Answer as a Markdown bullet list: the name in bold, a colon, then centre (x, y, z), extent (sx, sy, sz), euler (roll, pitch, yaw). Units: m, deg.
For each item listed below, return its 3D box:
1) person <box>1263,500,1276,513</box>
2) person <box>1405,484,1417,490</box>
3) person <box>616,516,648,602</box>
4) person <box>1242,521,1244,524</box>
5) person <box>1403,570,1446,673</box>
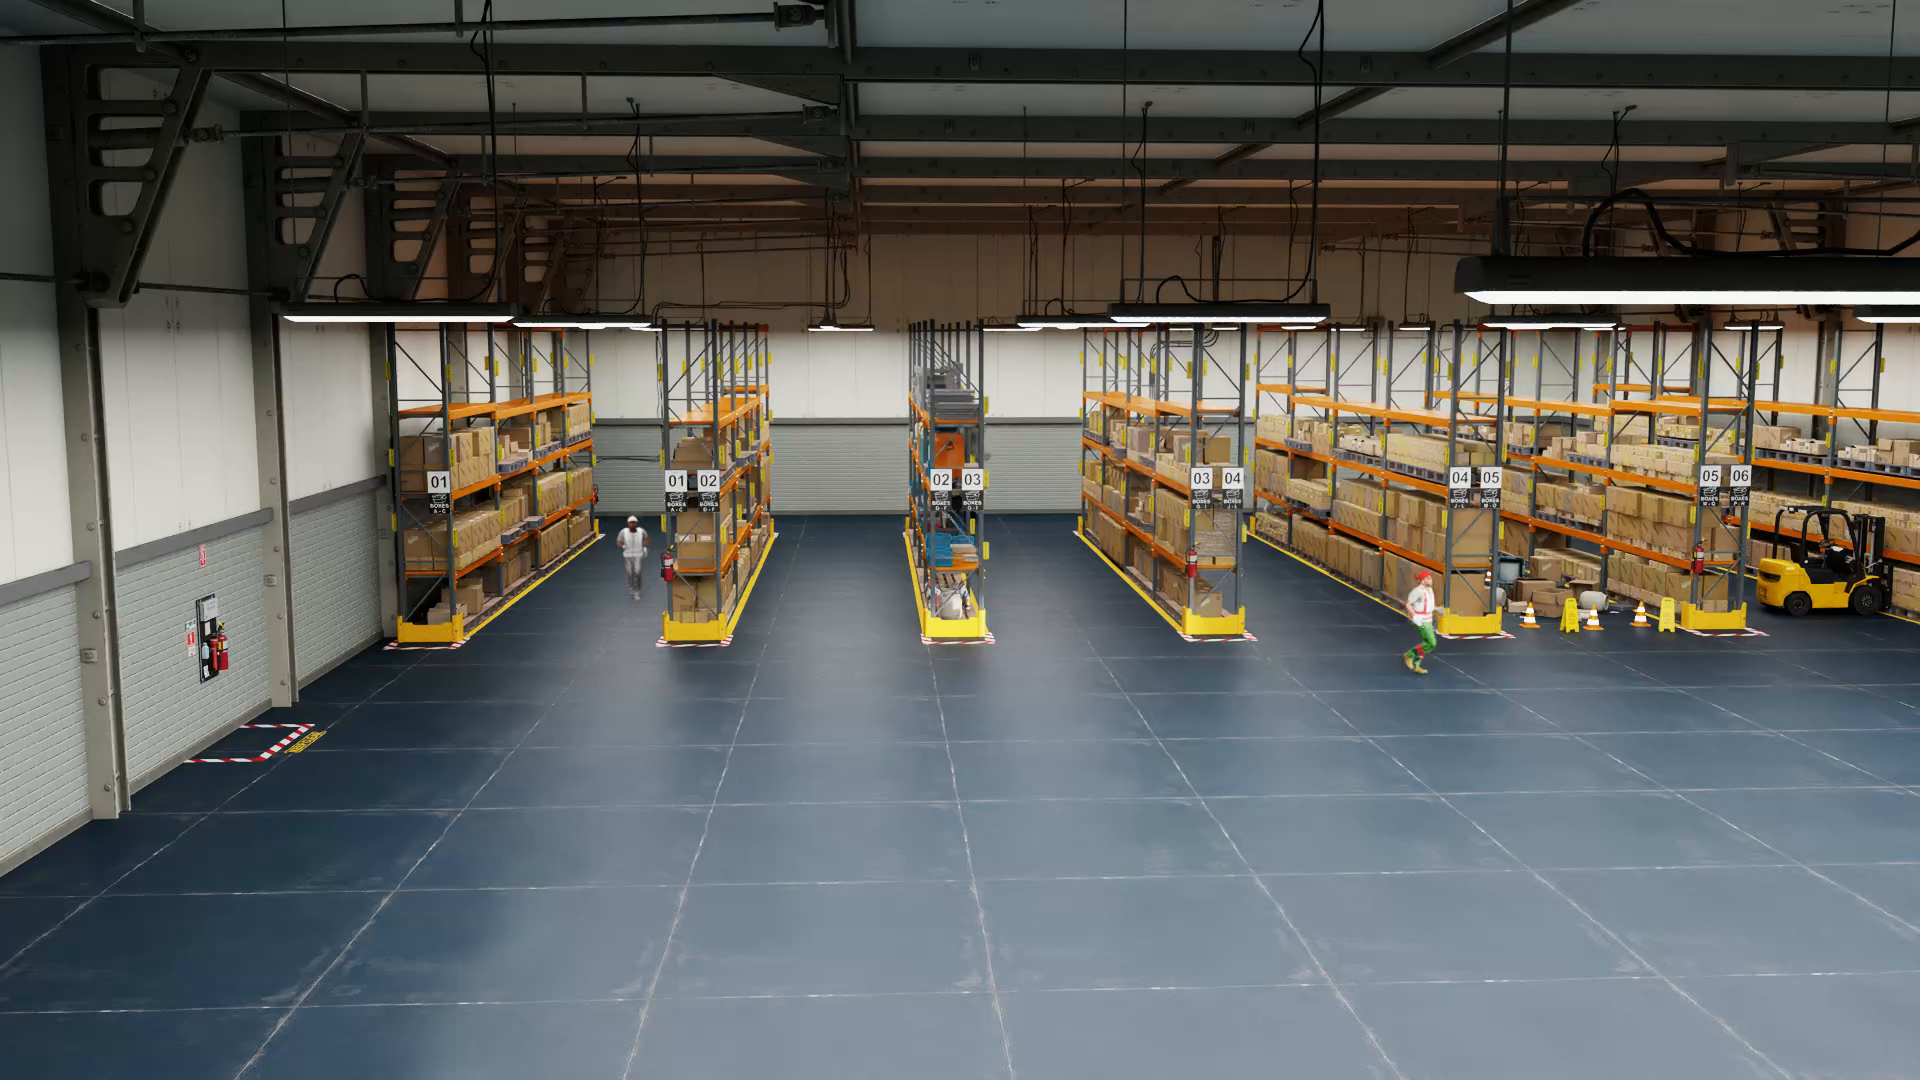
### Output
- **person**: centre (9.191, -1.189, 49.168), extent (0.675, 1.704, 0.699), euler (0, 7, 1)
- **person**: centre (13.443, -1.249, 49.564), extent (0.573, 1.714, 0.732), euler (1, 7, 12)
- **person**: centre (-7.109, 0.379, 36.078), extent (0.667, 1.808, 0.894), euler (-1, 7, -8)
- **person**: centre (8.040, -1.096, 48.592), extent (0.764, 1.694, 0.632), euler (-4, 8, -30)
- **person**: centre (7.884, 1.384, 28.155), extent (0.607, 1.749, 0.637), euler (5, 9, 37)
